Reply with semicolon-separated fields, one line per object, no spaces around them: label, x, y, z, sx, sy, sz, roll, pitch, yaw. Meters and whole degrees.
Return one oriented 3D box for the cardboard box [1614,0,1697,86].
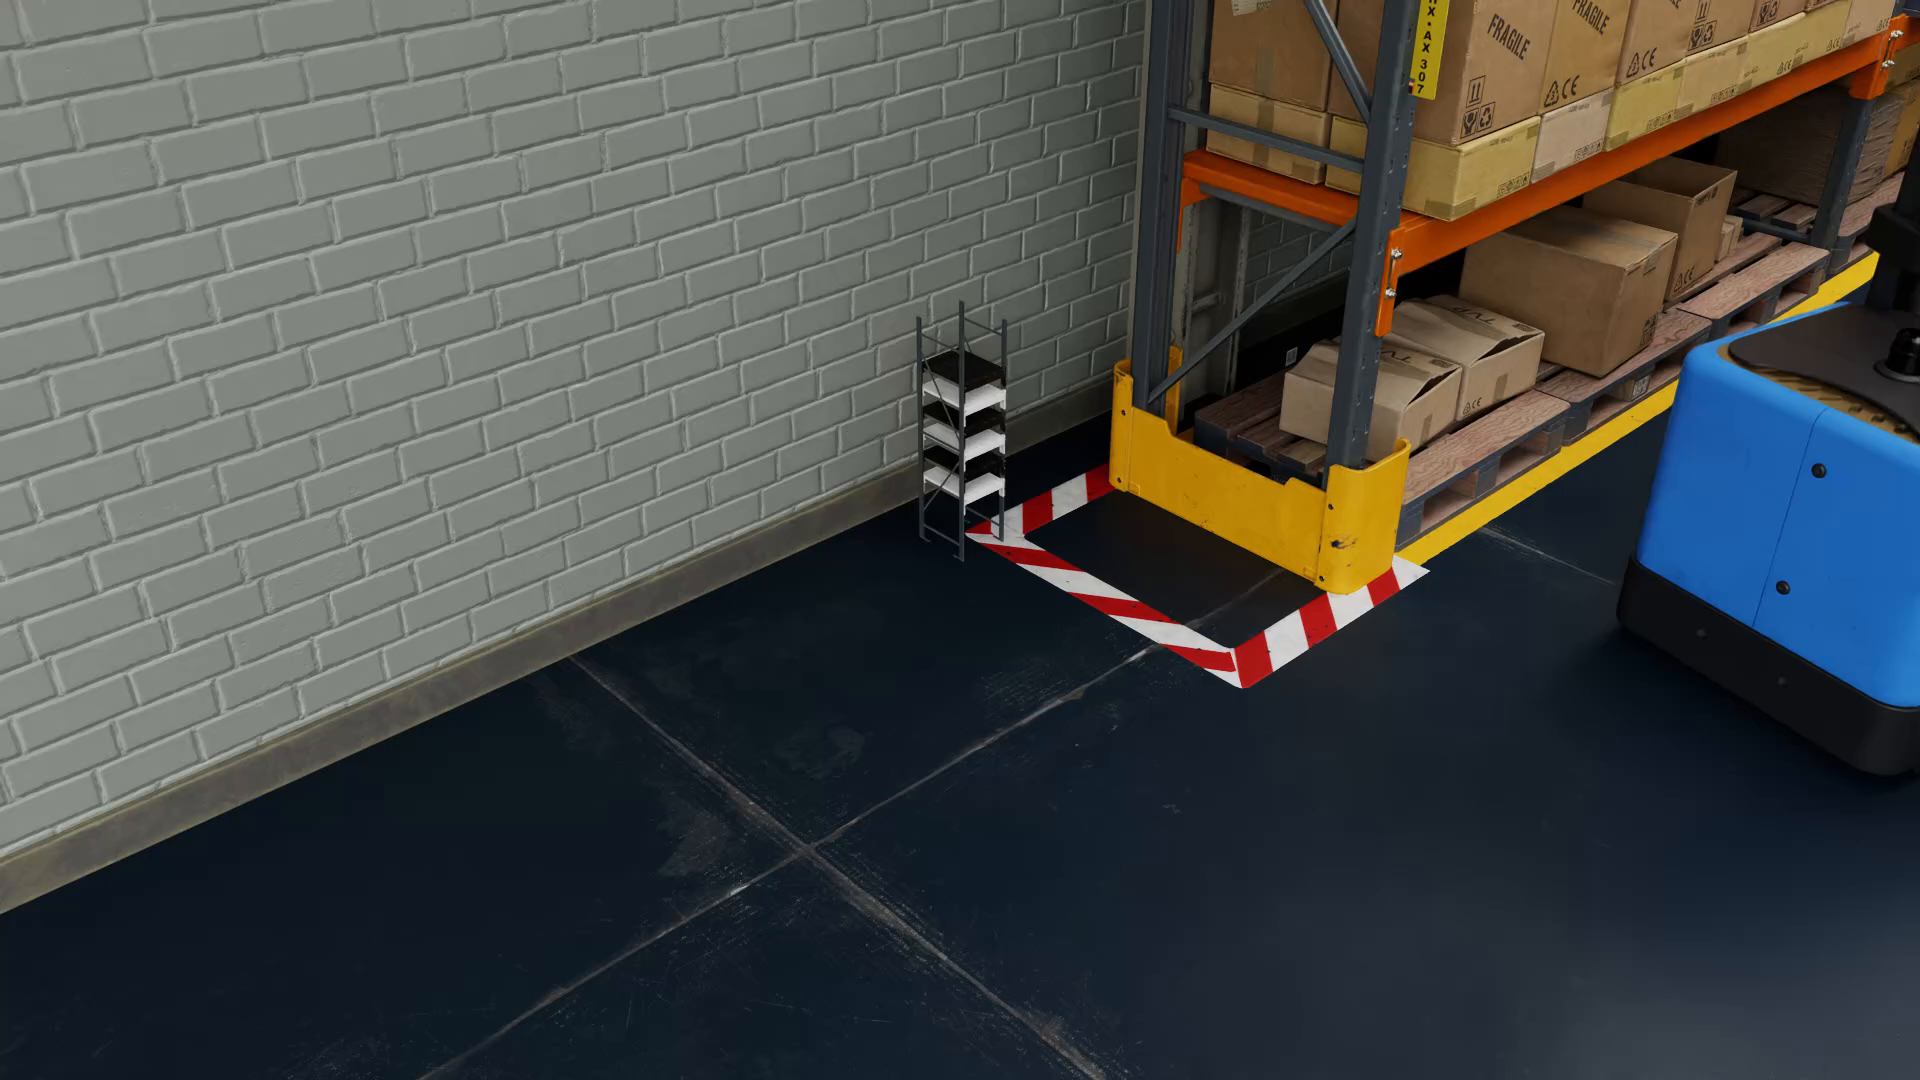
cardboard box;2.339;-1.999;6.050;0.500;0.500;0.500;-27;41;-37

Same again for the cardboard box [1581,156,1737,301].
cardboard box;3.232;-1.484;7.777;0.500;0.500;0.500;26;40;35

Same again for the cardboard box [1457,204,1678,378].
cardboard box;2.591;-1.103;7.154;0.700;0.500;0.500;26;40;36

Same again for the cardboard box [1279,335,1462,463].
cardboard box;1.601;-0.579;6.478;0.500;0.311;0.500;24;39;34

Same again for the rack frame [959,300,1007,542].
rack frame;0.080;-0.423;6.079;0.006;0.900;0.240;-26;40;-35

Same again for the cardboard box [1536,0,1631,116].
cardboard box;1.956;-1.818;5.754;0.500;0.500;0.500;-26;40;-35

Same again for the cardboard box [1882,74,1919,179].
cardboard box;4.839;-2.338;9.172;0.500;0.500;0.700;-27;40;-36

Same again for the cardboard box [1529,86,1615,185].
cardboard box;1.977;-1.514;5.975;0.500;0.250;0.500;-27;41;-37

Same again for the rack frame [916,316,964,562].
rack frame;-0.069;-0.351;5.961;0.006;0.900;0.240;-26;40;-35

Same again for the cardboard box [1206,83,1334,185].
cardboard box;1.244;-1.512;5.973;0.500;0.250;0.500;-25;39;-35

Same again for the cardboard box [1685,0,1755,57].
cardboard box;2.710;-2.187;6.356;0.500;0.500;0.500;-24;39;-34

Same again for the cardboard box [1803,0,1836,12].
cardboard box;3.467;-2.546;6.944;0.500;0.500;0.500;-26;40;-36

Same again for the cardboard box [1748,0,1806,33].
cardboard box;3.091;-2.371;6.659;0.500;0.500;0.500;-27;41;-37

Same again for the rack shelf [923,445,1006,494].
rack shelf;0.006;-0.282;6.084;0.200;0.077;0.258;-26;40;-35

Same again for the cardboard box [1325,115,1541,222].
cardboard box;1.606;-1.324;5.665;0.500;0.250;0.500;-27;41;-37

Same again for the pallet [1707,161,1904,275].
pallet;4.536;-1.834;9.046;1.213;0.211;1.003;-26;40;-35

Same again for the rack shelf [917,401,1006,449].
rack shelf;0.006;-0.435;5.990;0.200;0.077;0.258;-26;40;-35

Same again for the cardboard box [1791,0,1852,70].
cardboard box;3.454;-2.234;7.152;0.500;0.250;0.500;-26;40;-35

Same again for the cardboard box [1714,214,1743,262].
cardboard box;3.594;-1.524;8.162;0.380;0.166;0.250;23;38;33

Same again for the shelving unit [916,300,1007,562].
shelving unit;0.006;-0.387;6.020;0.210;0.900;0.258;-26;40;-35

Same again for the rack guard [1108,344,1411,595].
rack guard;1.088;-0.288;6.242;0.348;0.500;1.175;-26;40;-35

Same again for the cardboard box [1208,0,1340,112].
cardboard box;1.234;-1.841;5.791;0.500;0.500;0.500;-26;40;-36

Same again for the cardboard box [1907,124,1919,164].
cardboard box;5.241;-2.503;9.443;0.500;0.500;0.700;-25;40;-35

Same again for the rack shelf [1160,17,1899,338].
rack shelf;2.499;-1.730;6.894;4.000;0.370;1.077;-26;40;-35

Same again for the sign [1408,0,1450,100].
sign;1.402;-1.490;4.981;0.005;0.325;0.100;-26;40;-35

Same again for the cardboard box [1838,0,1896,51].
cardboard box;3.825;-2.407;7.436;0.500;0.250;0.500;-26;40;-35

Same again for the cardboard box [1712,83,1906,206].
cardboard box;4.494;-2.135;8.841;0.500;0.500;0.700;-24;39;-34

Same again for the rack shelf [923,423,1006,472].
rack shelf;0.006;-0.358;6.037;0.200;0.077;0.258;-26;40;-35

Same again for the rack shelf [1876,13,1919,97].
rack shelf;5.432;-3.149;9.214;4.000;0.370;1.077;-26;40;-35

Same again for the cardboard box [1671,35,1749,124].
cardboard box;2.727;-1.871;6.558;0.500;0.250;0.500;-25;40;-35

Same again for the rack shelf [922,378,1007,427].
rack shelf;0.006;-0.512;5.943;0.200;0.077;0.258;-26;40;-35

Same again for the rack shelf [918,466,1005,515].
rack shelf;0.006;-0.205;6.131;0.200;0.077;0.258;-26;40;-35

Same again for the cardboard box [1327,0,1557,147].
cardboard box;1.587;-1.647;5.473;0.500;0.500;0.500;-26;40;-35

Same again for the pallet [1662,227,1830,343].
pallet;3.497;-1.305;8.182;1.213;0.211;1.003;-26;40;-35

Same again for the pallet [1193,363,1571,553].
pallet;1.708;-0.440;6.767;1.213;0.211;1.003;-26;40;-35

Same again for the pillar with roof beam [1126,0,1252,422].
pillar with roof beam;3.885;-2.820;2.235;0.400;9.000;9.100;-26;40;-35

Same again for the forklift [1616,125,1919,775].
forklift;3.777;-1.099;5.237;3.031;2.935;1.130;-17;35;-25

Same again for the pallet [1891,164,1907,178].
pallet;5.431;-2.269;9.758;1.213;0.211;1.003;-26;40;-35

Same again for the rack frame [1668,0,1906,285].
rack frame;3.966;-2.747;7.866;0.127;3.000;1.000;-26;40;-35

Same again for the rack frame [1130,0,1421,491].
rack frame;1.033;-1.328;5.546;0.127;3.000;1.000;-26;40;-35

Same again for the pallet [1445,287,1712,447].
pallet;2.602;-0.870;7.471;1.213;0.211;1.003;-26;40;-35

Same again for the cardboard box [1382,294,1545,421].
cardboard box;2.019;-0.782;6.809;0.500;0.311;0.500;-22;38;-32

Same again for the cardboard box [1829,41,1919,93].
cardboard box;4.815;-2.613;8.903;0.500;0.250;0.500;-27;40;-36

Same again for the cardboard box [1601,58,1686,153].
cardboard box;2.355;-1.692;6.266;0.500;0.250;0.500;-27;40;-36

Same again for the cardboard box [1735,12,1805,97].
cardboard box;3.095;-2.049;6.851;0.500;0.250;0.500;-26;40;-36

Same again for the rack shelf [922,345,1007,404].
rack shelf;0.006;-0.589;5.896;0.200;0.077;0.258;-26;40;-35

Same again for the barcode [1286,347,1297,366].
barcode;1.343;-0.743;6.736;0.075;0.075;0.001;-26;40;-35
